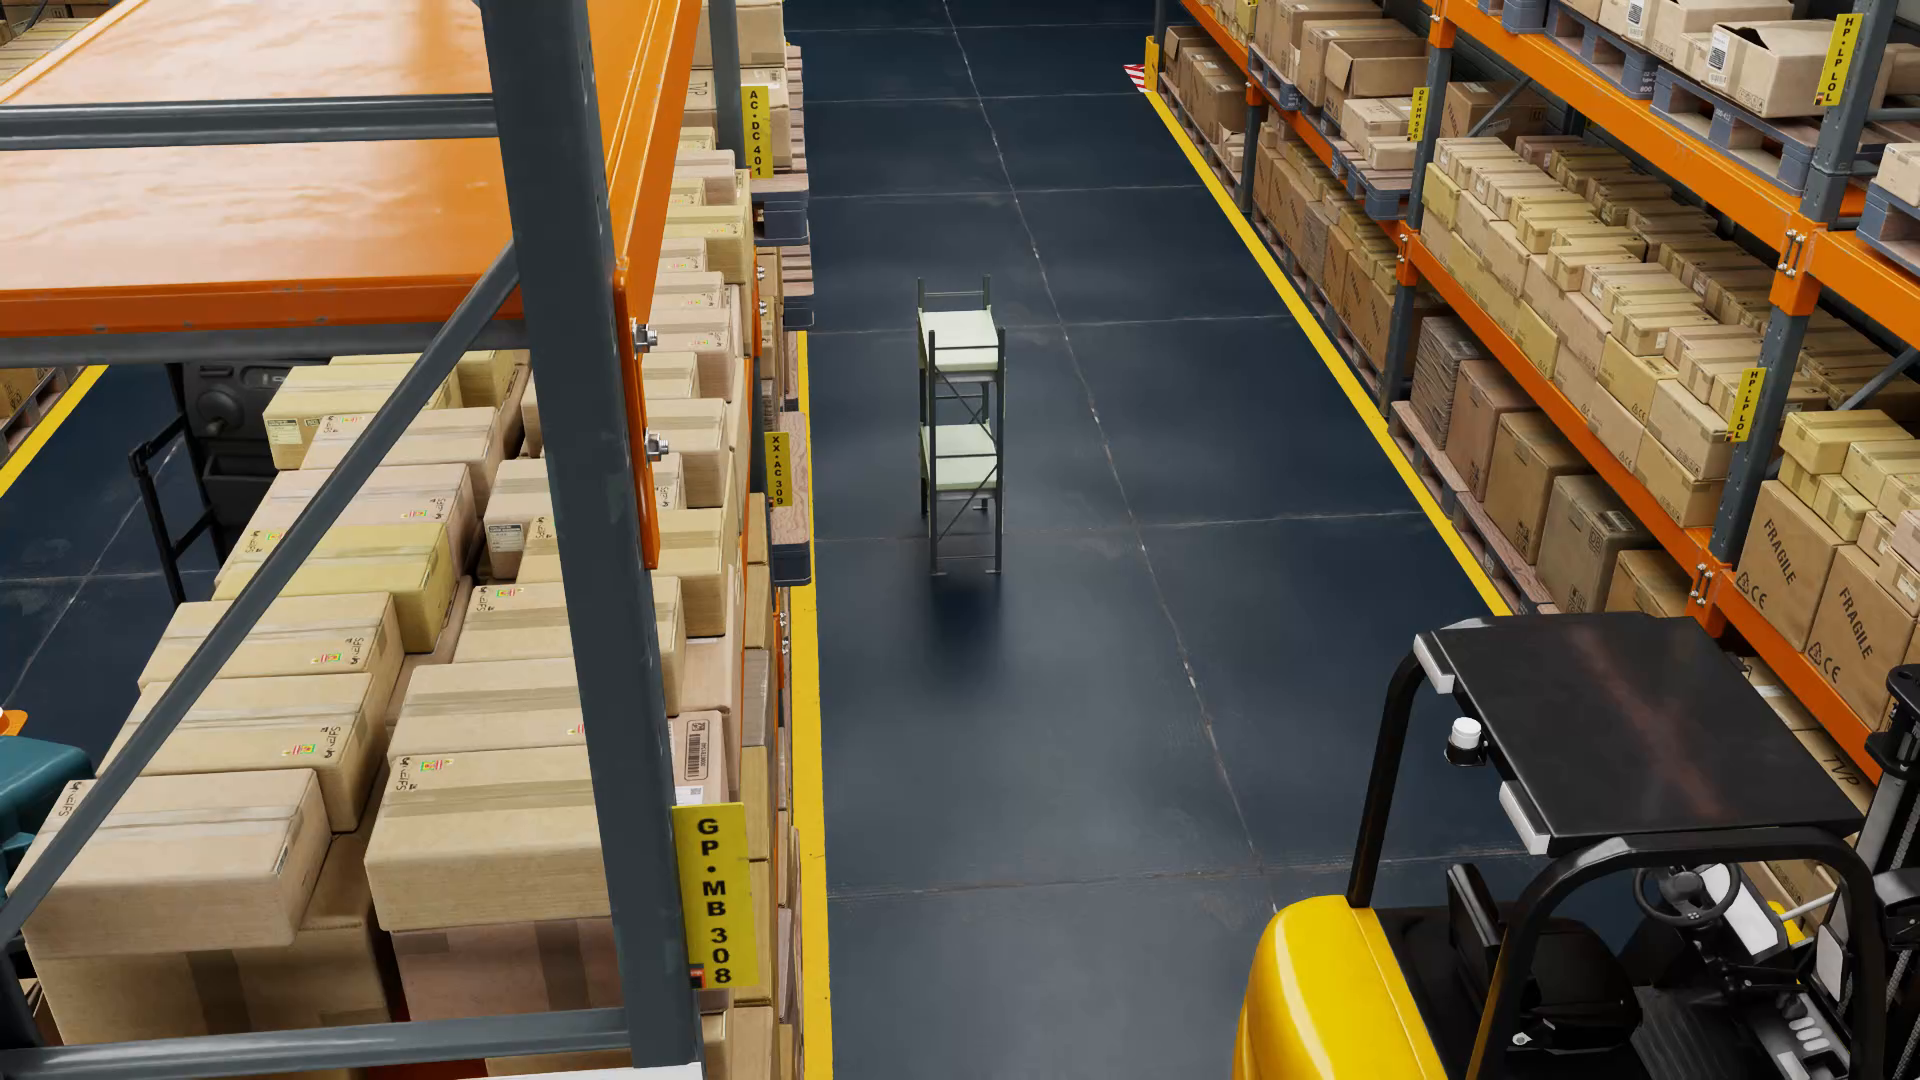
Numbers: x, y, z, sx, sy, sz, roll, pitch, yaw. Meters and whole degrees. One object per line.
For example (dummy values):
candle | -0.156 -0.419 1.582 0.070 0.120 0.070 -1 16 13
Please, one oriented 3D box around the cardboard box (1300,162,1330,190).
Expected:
cardboard box | 2.882 -2.847 12.986 0.380 0.149 0.250 -3 31 -5

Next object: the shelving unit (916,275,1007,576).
shelving unit | 0.001 -0.640 9.360 0.431 1.500 0.755 -3 31 -5

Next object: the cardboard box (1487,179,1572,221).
cardboard box | 3.173 -1.897 9.271 0.380 0.149 0.250 -2 31 -4

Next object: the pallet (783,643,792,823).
pallet | -1.318 0.930 7.987 1.003 0.211 1.213 -3 31 -5

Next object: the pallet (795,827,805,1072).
pallet | -1.146 1.669 6.751 1.003 0.211 1.213 -3 31 -5

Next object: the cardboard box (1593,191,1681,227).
cardboard box | 3.694 -1.794 9.098 0.380 0.149 0.250 -3 31 -5

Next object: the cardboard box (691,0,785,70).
cardboard box | -0.956 -2.059 6.597 0.500 0.250 0.500 -3 31 -6

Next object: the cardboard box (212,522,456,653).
cardboard box | -1.196 0.097 3.205 0.380 0.149 0.250 -3 31 -4

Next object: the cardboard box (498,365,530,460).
cardboard box | -1.335 -0.206 4.101 0.500 0.250 0.500 -2 31 -4

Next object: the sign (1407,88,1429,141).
sign | 2.784 -2.584 10.099 0.100 0.325 0.005 -3 31 -5

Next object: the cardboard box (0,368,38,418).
cardboard box | -6.349 -1.104 10.701 0.500 0.500 0.500 -4 31 -7

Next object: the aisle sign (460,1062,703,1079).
aisle sign | -0.556 1.073 2.493 0.394 0.787 0.004 -3 31 -5

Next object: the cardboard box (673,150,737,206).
cardboard box | -0.897 -1.111 5.228 0.380 0.149 0.250 -3 31 -6

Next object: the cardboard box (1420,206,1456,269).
cardboard box | 3.122 -1.849 10.067 0.500 0.250 0.500 -3 31 -4

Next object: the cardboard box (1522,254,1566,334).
cardboard box | 3.271 -1.280 8.627 0.500 0.250 0.500 -2 31 -4

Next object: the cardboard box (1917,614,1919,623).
cardboard box | 3.515 0.272 5.640 0.380 0.149 0.250 -3 31 -5

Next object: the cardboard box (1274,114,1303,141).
cardboard box | 2.791 -3.381 13.591 0.380 0.149 0.250 -4 31 -7

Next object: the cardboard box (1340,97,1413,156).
cardboard box | 2.903 -2.791 11.234 0.500 0.250 0.500 -4 31 -7

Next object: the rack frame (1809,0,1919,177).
rack frame | 3.697 -2.685 5.470 1.000 3.000 0.127 -3 31 -5

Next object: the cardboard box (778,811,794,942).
cardboard box | -0.872 1.357 6.093 0.500 0.500 0.500 -2 31 -4

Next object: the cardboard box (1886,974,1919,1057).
cardboard box | 3.566 1.710 5.746 0.500 0.250 0.500 -3 31 -5

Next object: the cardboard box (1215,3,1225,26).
cardboard box | 2.525 -4.764 15.046 0.380 0.149 0.250 -3 31 -5

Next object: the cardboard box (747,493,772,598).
cardboard box | -0.955 0.175 6.145 0.500 0.500 0.500 -4 31 -6

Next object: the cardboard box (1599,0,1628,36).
cardboard box | 3.220 -2.453 7.745 0.380 0.149 0.250 -3 31 -5

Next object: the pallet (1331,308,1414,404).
pallet | 3.292 -1.337 11.783 1.003 0.211 1.213 -3 31 -5

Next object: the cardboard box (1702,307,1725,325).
cardboard box | 3.832 -1.051 8.243 0.500 0.250 0.500 -3 31 -6

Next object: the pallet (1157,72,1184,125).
pallet | 2.659 -4.593 17.234 1.003 0.211 1.213 -3 31 -5

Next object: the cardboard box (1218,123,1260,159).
cardboard box | 2.572 -3.653 15.197 0.396 0.266 0.258 -2 31 -3

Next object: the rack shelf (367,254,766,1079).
rack shelf | -1.057 0.173 4.312 1.077 0.370 4.000 -3 31 -5

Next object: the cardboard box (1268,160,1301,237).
cardboard box | 2.831 -2.772 13.493 0.500 0.500 0.500 -3 31 -5

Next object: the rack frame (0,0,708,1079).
rack frame | -0.867 -0.403 1.650 0.949 2.616 0.053 -3 31 -5

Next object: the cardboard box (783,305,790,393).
cardboard box | -1.600 -1.537 11.060 0.875 0.875 0.875 -3 31 -5

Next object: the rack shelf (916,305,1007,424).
rack shelf | 0.001 -0.976 9.160 0.431 0.370 0.720 -3 31 -5

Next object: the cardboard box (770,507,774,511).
cardboard box | -0.981 -0.239 7.061 0.380 0.149 0.250 -2 31 -4

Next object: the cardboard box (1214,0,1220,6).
cardboard box | 2.565 -5.016 15.078 0.500 0.250 0.500 -3 31 -5

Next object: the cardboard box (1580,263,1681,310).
cardboard box | 3.296 -1.246 8.180 0.380 0.149 0.250 -2 31 -4

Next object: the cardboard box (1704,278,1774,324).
cardboard box | 3.840 -1.145 8.012 0.380 0.149 0.250 -3 31 -5

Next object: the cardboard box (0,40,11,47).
cardboard box | -7.332 -3.642 12.468 0.380 0.149 0.250 -2 31 -4

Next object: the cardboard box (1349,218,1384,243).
cardboard box | 3.009 -2.189 11.885 0.380 0.149 0.250 -2 31 -3

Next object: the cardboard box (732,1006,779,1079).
cardboard box | -0.690 1.482 3.955 0.500 0.500 0.500 -2 31 -3

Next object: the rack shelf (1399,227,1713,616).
rack shelf | 3.511 -0.822 8.902 1.077 0.370 4.000 -3 31 -5

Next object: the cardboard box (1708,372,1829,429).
cardboard box | 3.444 -0.595 7.090 0.380 0.149 0.250 -2 31 -3

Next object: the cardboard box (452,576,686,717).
cardboard box | -0.702 0.201 3.031 0.380 0.149 0.250 -3 31 -5

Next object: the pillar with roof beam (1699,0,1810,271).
pillar with roof beam | 0.057 -3.898 7.501 9.100 9.000 0.400 -3 31 -5

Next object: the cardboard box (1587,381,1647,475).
cardboard box | 3.337 -0.546 7.886 0.500 0.250 0.500 -3 31 -5

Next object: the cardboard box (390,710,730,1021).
cardboard box | -0.652 0.552 2.832 0.500 0.250 0.500 -3 31 -5

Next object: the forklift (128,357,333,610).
forklift | -3.360 -0.634 7.953 1.130 2.935 3.031 3 31 5

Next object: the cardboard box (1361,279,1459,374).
cardboard box | 3.070 -1.464 11.305 0.500 0.500 0.500 -2 31 -3

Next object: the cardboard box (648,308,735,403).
cardboard box | -0.757 -0.454 4.126 0.380 0.149 0.250 -2 31 -4

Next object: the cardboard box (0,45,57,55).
cardboard box | -6.606 -3.394 11.763 0.380 0.149 0.250 -3 31 -5

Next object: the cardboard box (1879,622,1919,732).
cardboard box | 3.593 0.610 5.706 0.500 0.500 0.500 -3 31 -5

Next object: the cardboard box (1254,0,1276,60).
cardboard box | 2.773 -4.159 13.281 0.700 0.500 0.500 -2 31 -3

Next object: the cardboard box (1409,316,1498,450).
cardboard box | 3.368 -0.993 10.394 0.875 0.625 0.625 -2 31 -3

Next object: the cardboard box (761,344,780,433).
cardboard box | -1.002 -0.474 6.821 0.500 0.500 0.500 -2 31 -3

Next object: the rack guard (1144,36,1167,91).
rack guard | 2.583 -5.124 17.841 1.175 0.500 0.348 -3 31 -5

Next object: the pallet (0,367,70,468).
pallet | -6.608 -0.825 10.925 1.003 0.211 1.213 -3 31 -5

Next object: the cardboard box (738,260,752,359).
cardboard box | -0.887 -0.750 5.012 0.500 0.250 0.500 -3 31 -5
